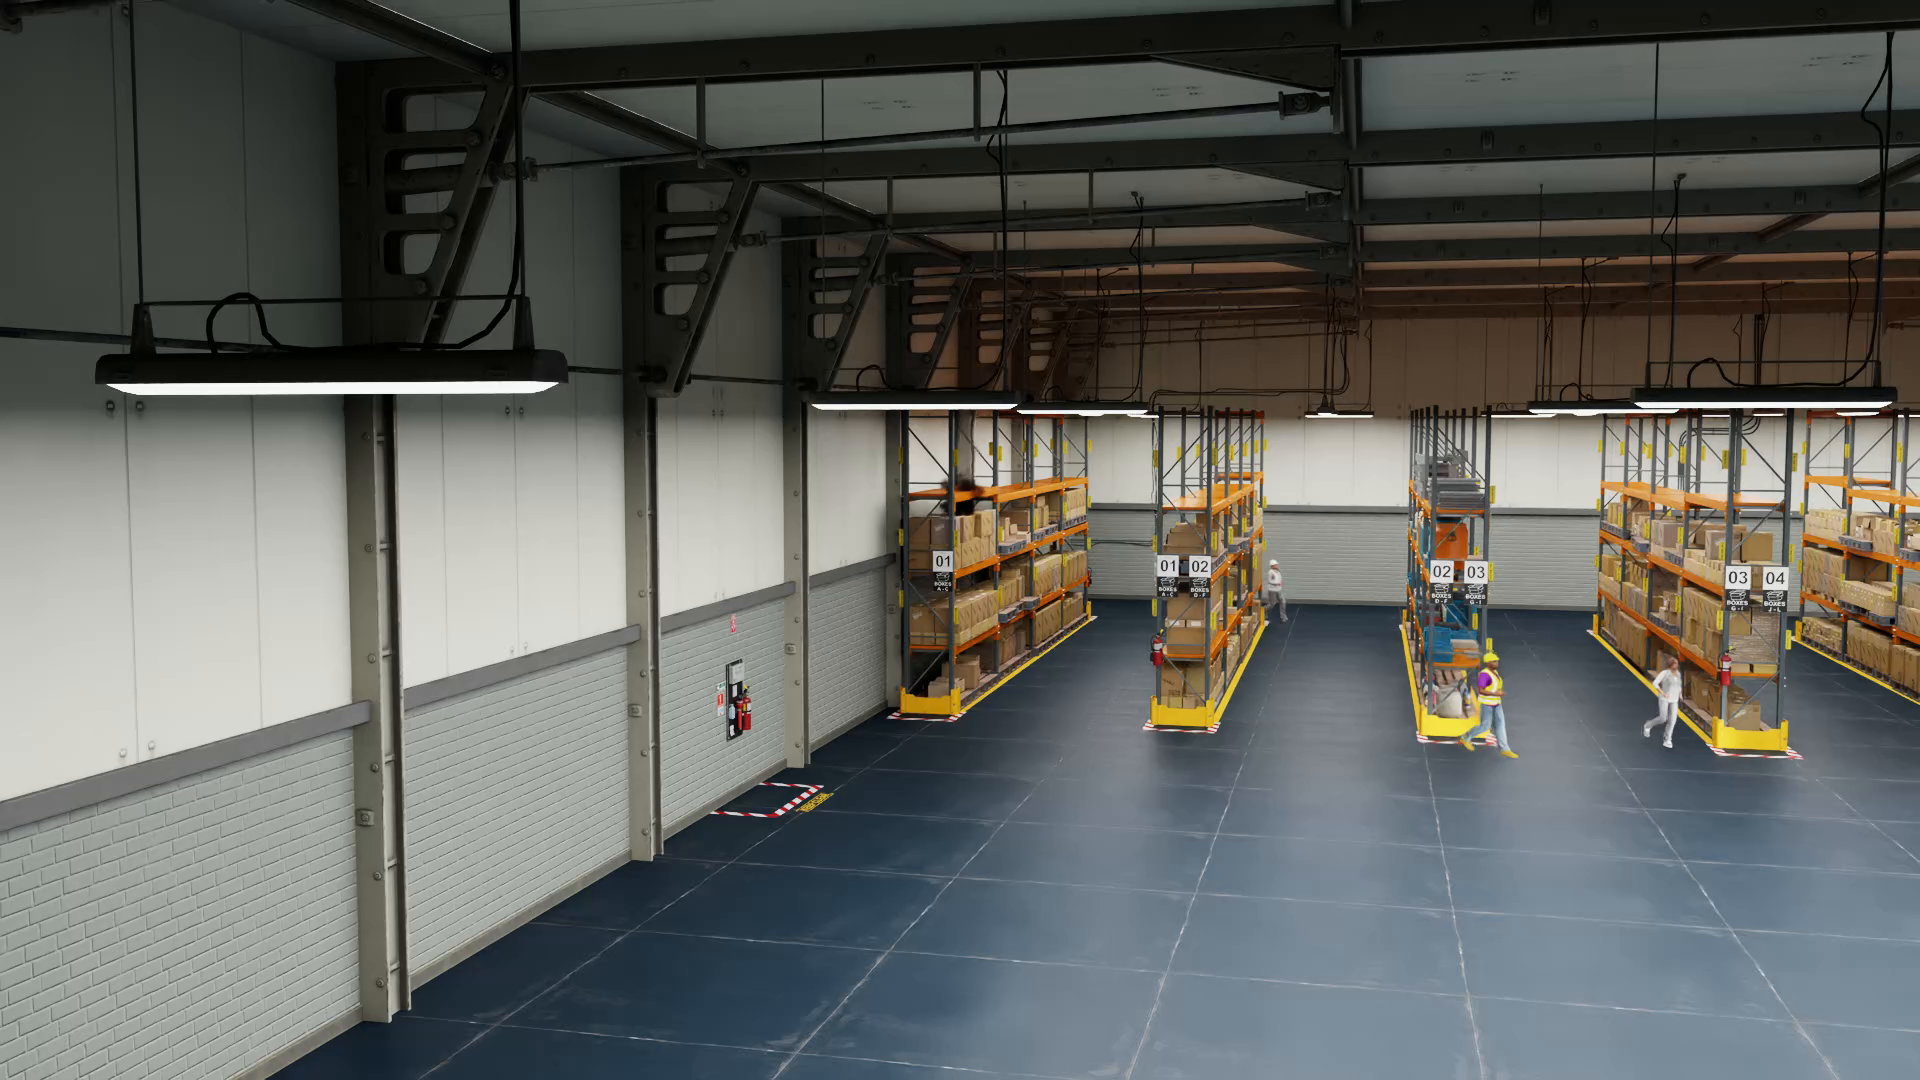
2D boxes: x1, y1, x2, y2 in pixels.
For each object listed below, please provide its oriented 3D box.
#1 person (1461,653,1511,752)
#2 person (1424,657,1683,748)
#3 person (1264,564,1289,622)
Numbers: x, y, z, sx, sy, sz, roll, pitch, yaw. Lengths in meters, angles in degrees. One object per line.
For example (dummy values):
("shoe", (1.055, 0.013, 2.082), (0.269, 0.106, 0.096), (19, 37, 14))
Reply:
("person", (8.955, 2.749, 28.264), (0.839, 1.677, 0.710), (4, 6, 43))
("person", (10.933, 2.748, 30.667), (3.119, 1.545, 4.025), (-1, 4, -13))
("person", (8.983, 1.483, 47.544), (0.851, 1.761, 0.547), (3, 5, 37))
